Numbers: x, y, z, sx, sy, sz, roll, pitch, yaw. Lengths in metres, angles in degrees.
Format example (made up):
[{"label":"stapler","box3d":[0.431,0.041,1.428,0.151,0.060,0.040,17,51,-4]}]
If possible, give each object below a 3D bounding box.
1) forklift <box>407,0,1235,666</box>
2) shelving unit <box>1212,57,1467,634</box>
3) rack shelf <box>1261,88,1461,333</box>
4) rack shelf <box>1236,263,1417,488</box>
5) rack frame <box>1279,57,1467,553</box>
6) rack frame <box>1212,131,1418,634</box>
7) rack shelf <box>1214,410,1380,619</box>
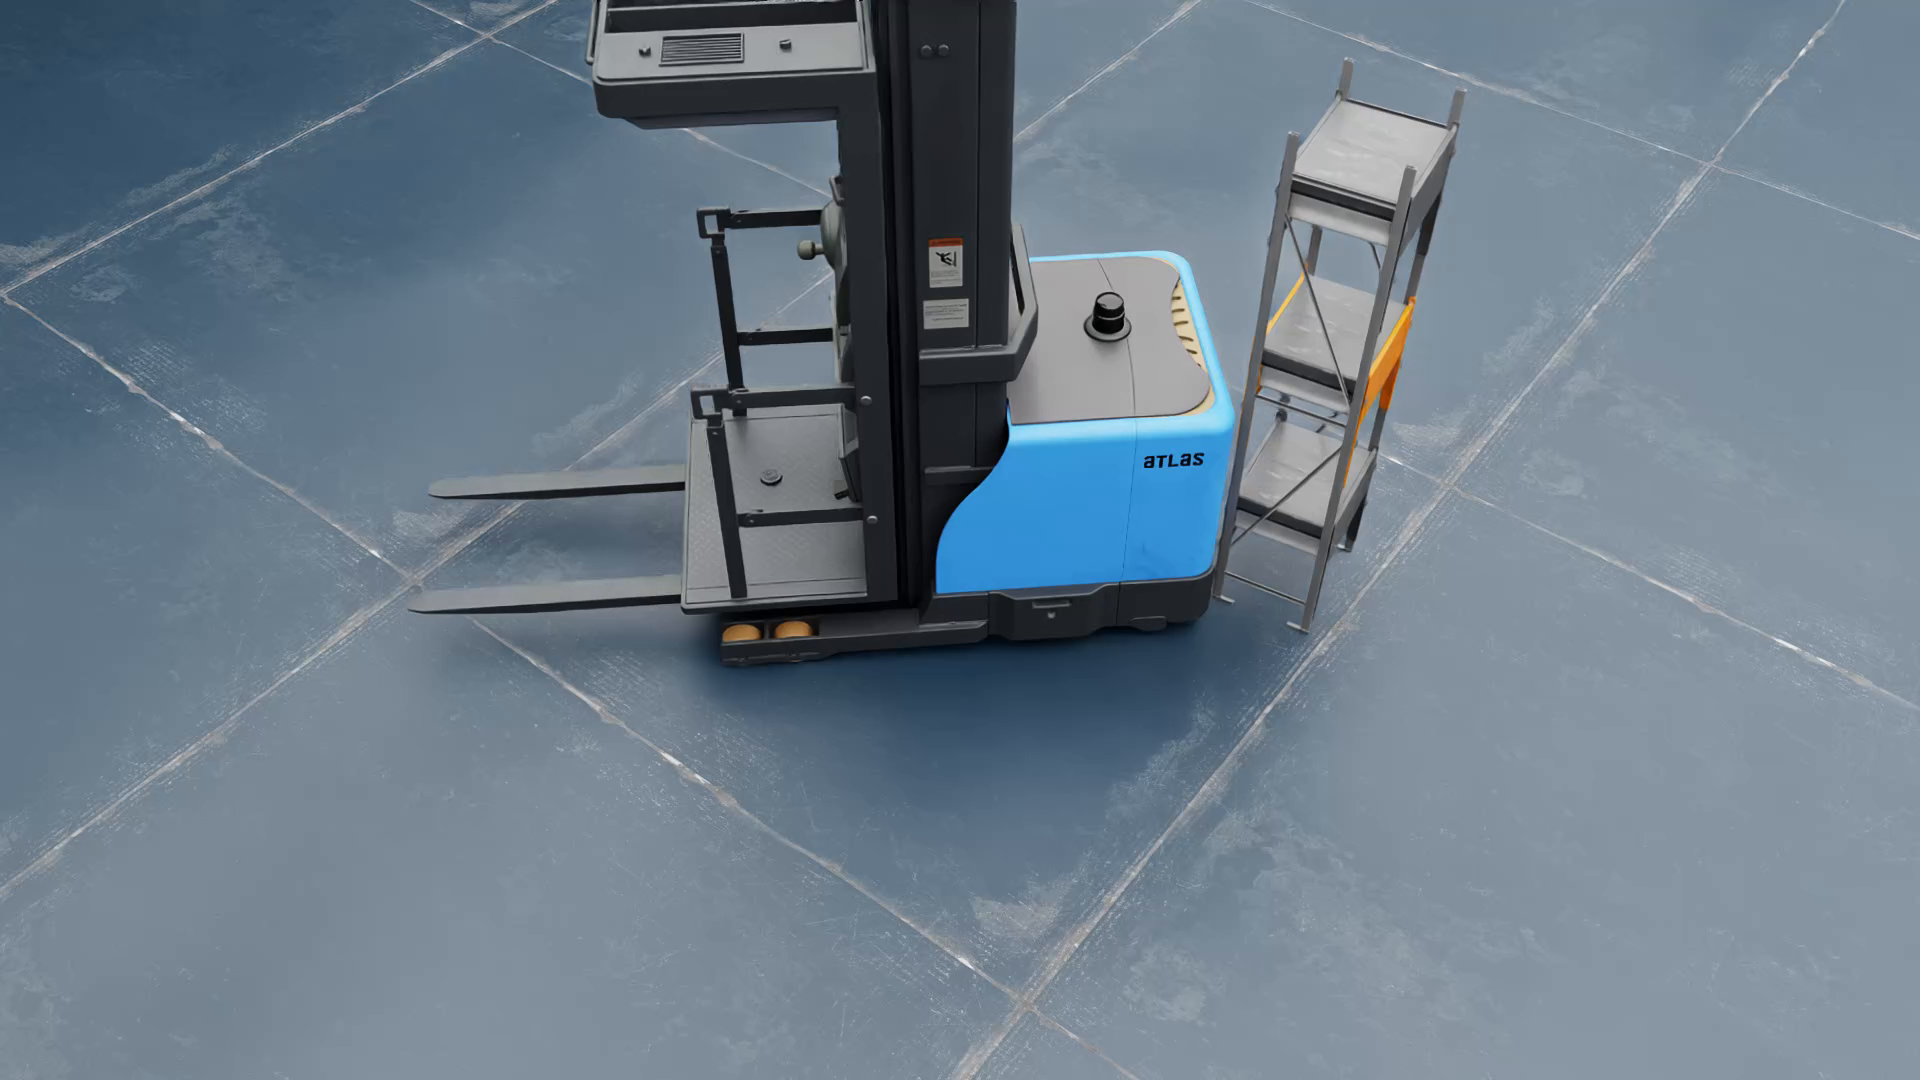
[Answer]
[{"label":"forklift","box3d":[-0.585,-0.938,5.619,3.031,2.935,1.130,-4,46,-4]},{"label":"shelving unit","box3d":[1.287,-0.592,5.863,0.431,2.100,0.503,22,50,20]},{"label":"rack shelf","box3d":[1.287,-1.066,5.367,0.431,0.518,0.480,22,50,20]},{"label":"rack shelf","box3d":[1.287,-0.582,5.873,0.431,0.518,0.480,22,50,20]},{"label":"rack frame","box3d":[1.405,-0.746,6.011,0.400,2.100,0.015,22,50,20]},{"label":"rack frame","box3d":[1.169,-0.437,5.716,0.400,2.100,0.015,22,50,20]},{"label":"rack shelf","box3d":[1.287,-0.099,6.379,0.431,0.518,0.480,22,50,20]}]
